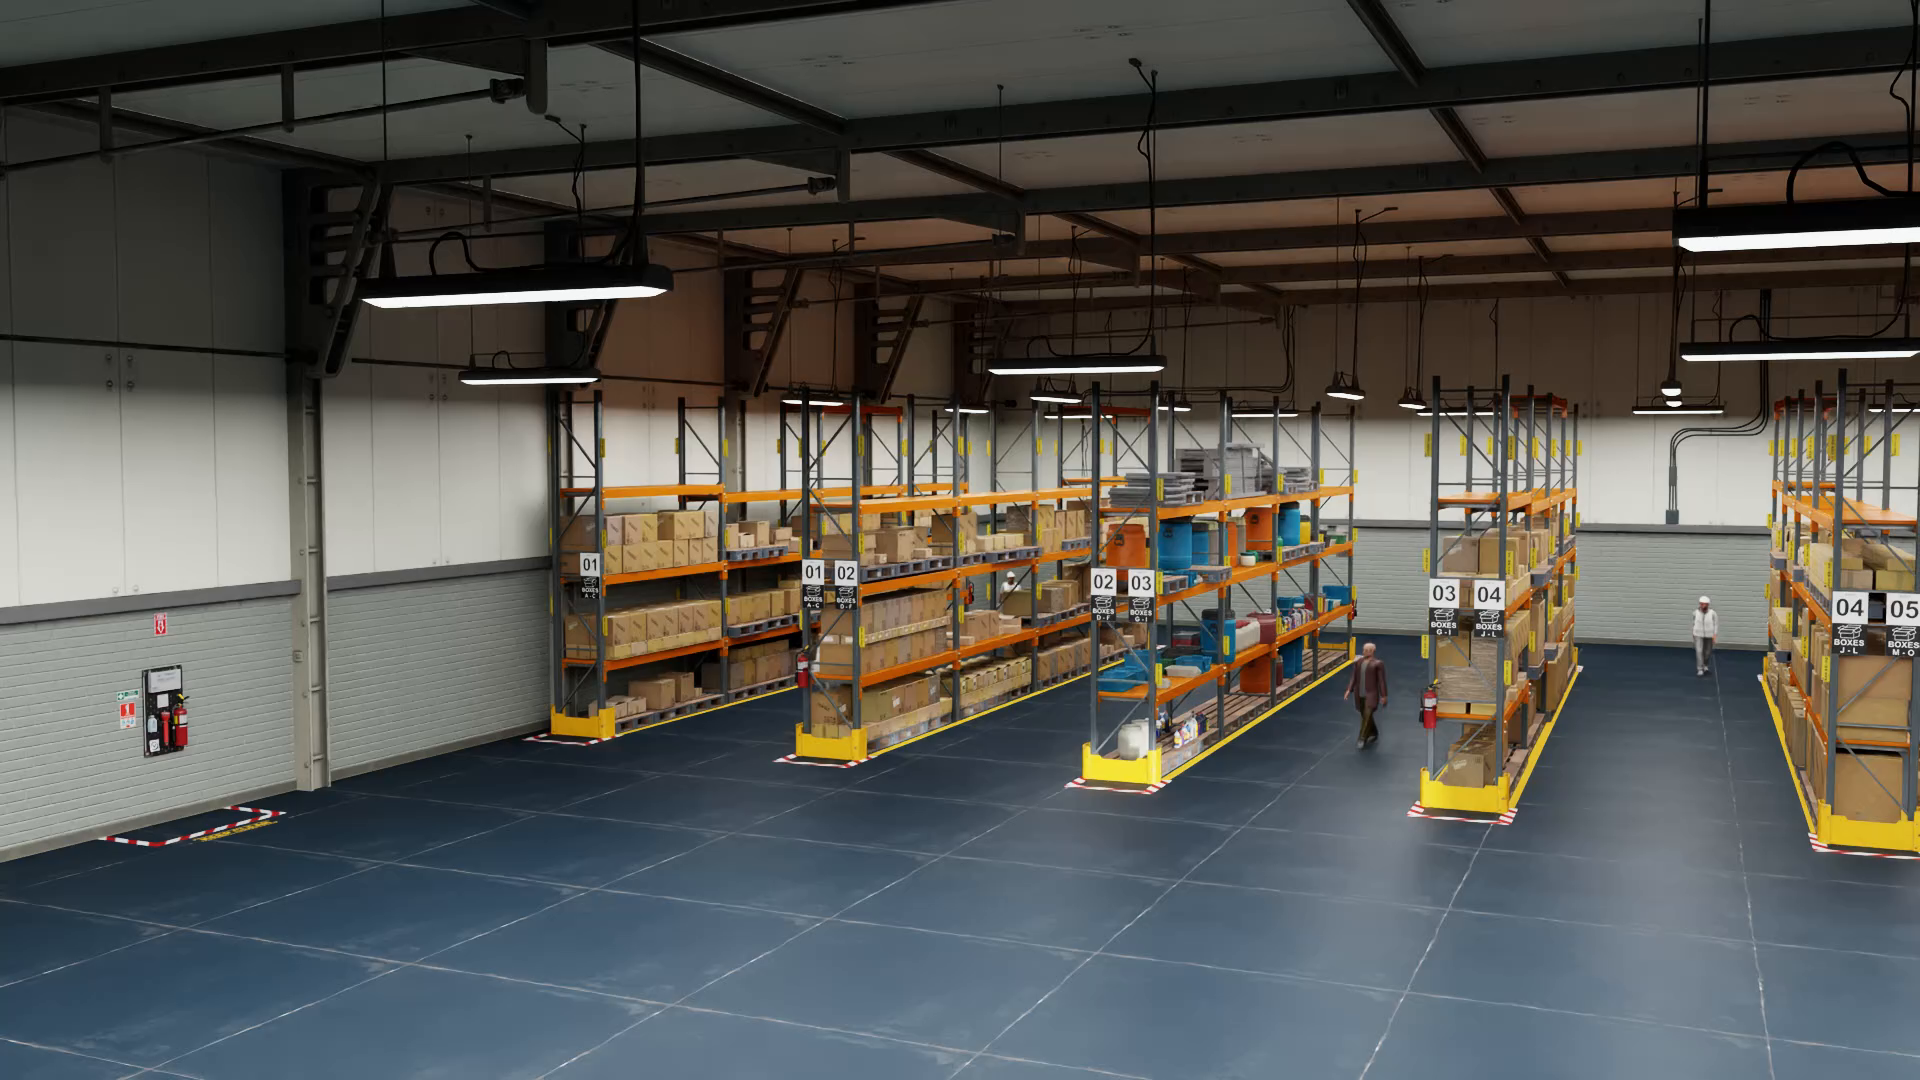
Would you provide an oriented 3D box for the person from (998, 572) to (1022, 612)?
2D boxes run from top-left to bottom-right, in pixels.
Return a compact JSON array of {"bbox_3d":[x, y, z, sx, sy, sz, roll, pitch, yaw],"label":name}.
[{"bbox_3d":[1.328,1.743,43.263,0.641,1.827,0.678,-1,3,-10],"label":"person"}]

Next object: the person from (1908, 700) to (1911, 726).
[{"bbox_3d":[16.510,2.599,28.591,0.533,1.660,0.522,1,3,23],"label":"person"}]

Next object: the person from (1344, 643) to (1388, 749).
[{"bbox_3d":[6.756,2.580,27.780,0.694,1.709,1.117,3,4,41],"label":"person"}]

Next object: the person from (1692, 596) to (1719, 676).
[{"bbox_3d":[16.428,2.104,36.658,0.535,1.719,1.068,1,3,21],"label":"person"}]

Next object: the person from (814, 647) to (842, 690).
[{"bbox_3d":[-2.401,2.516,30.283,0.516,1.739,0.580,1,3,20],"label":"person"}]
